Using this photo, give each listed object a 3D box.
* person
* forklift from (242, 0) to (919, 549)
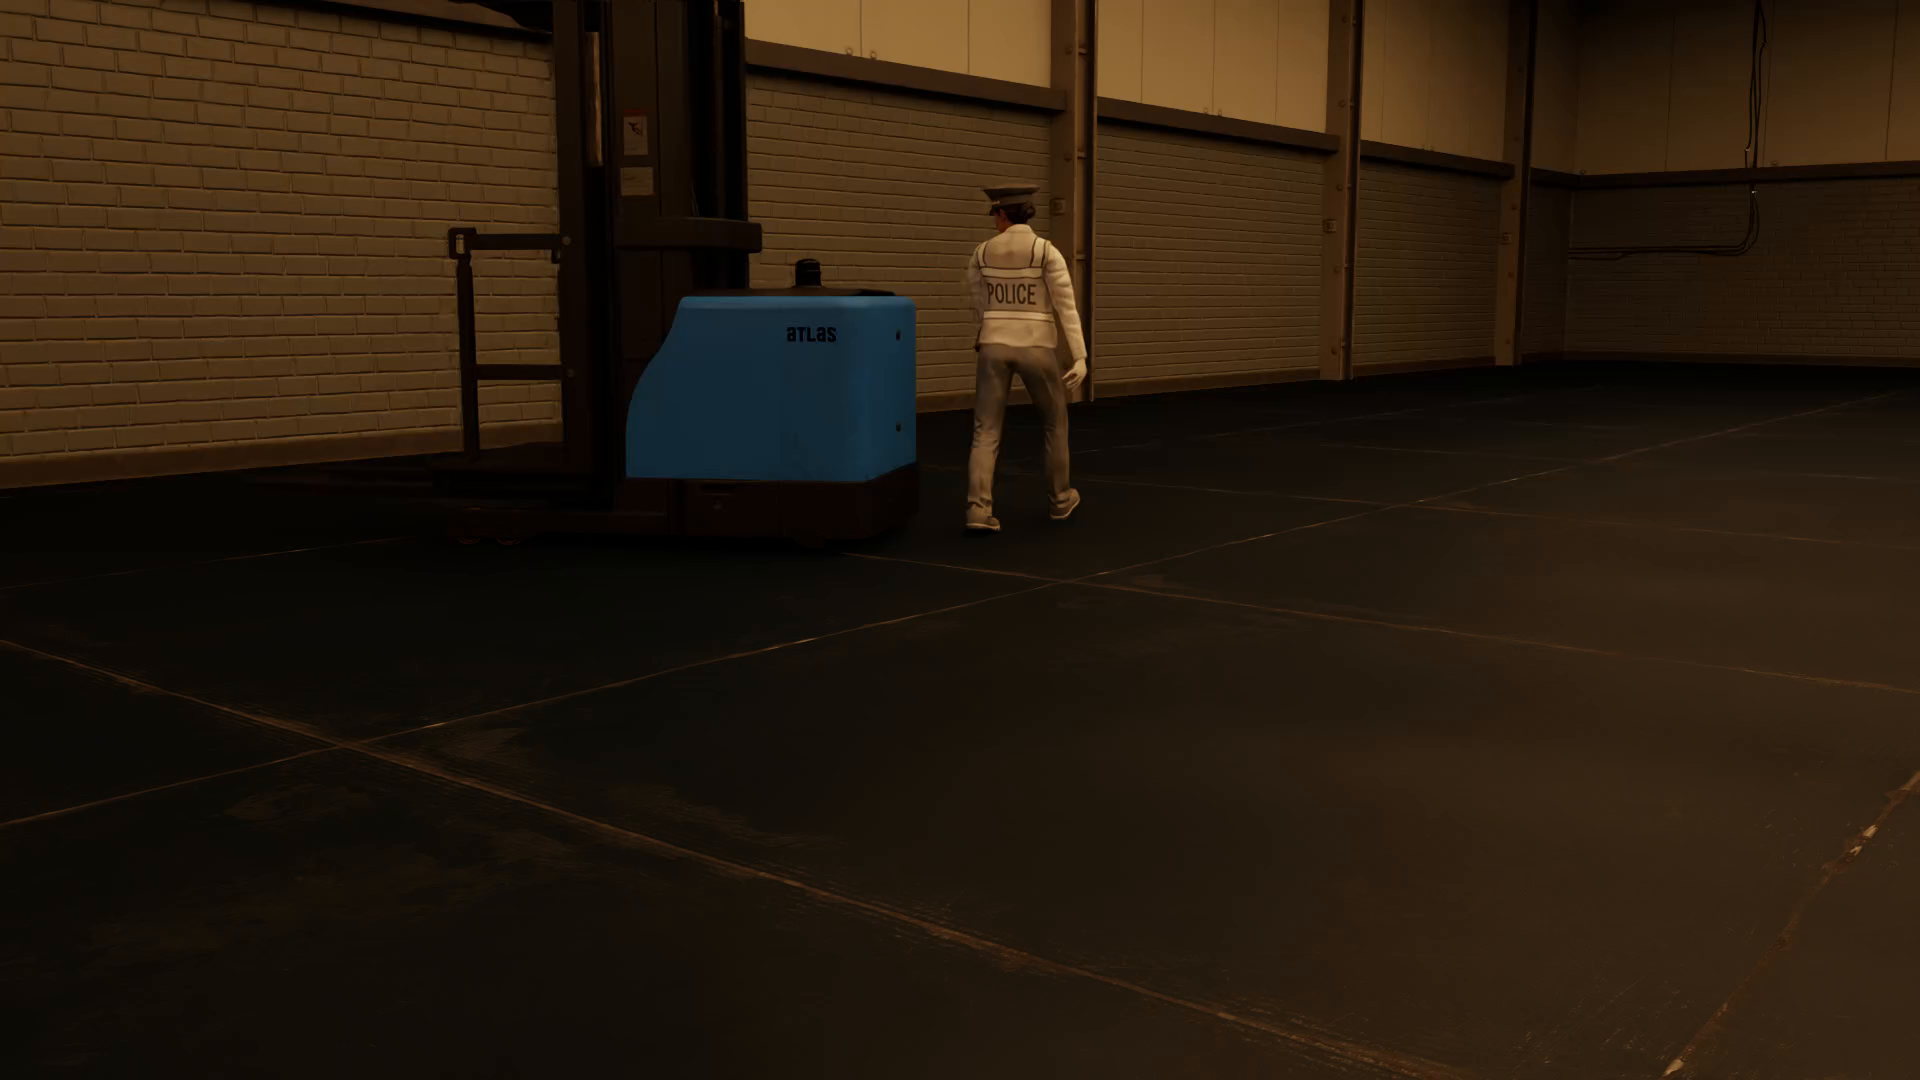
[{"bbox_3d":[0.337,-0.865,7.809,0.605,1.602,0.893,2,9,17],"label":"person"},{"bbox_3d":[-1.761,-1.495,7.501,3.031,2.935,1.130,2,9,12],"label":"forklift"}]
